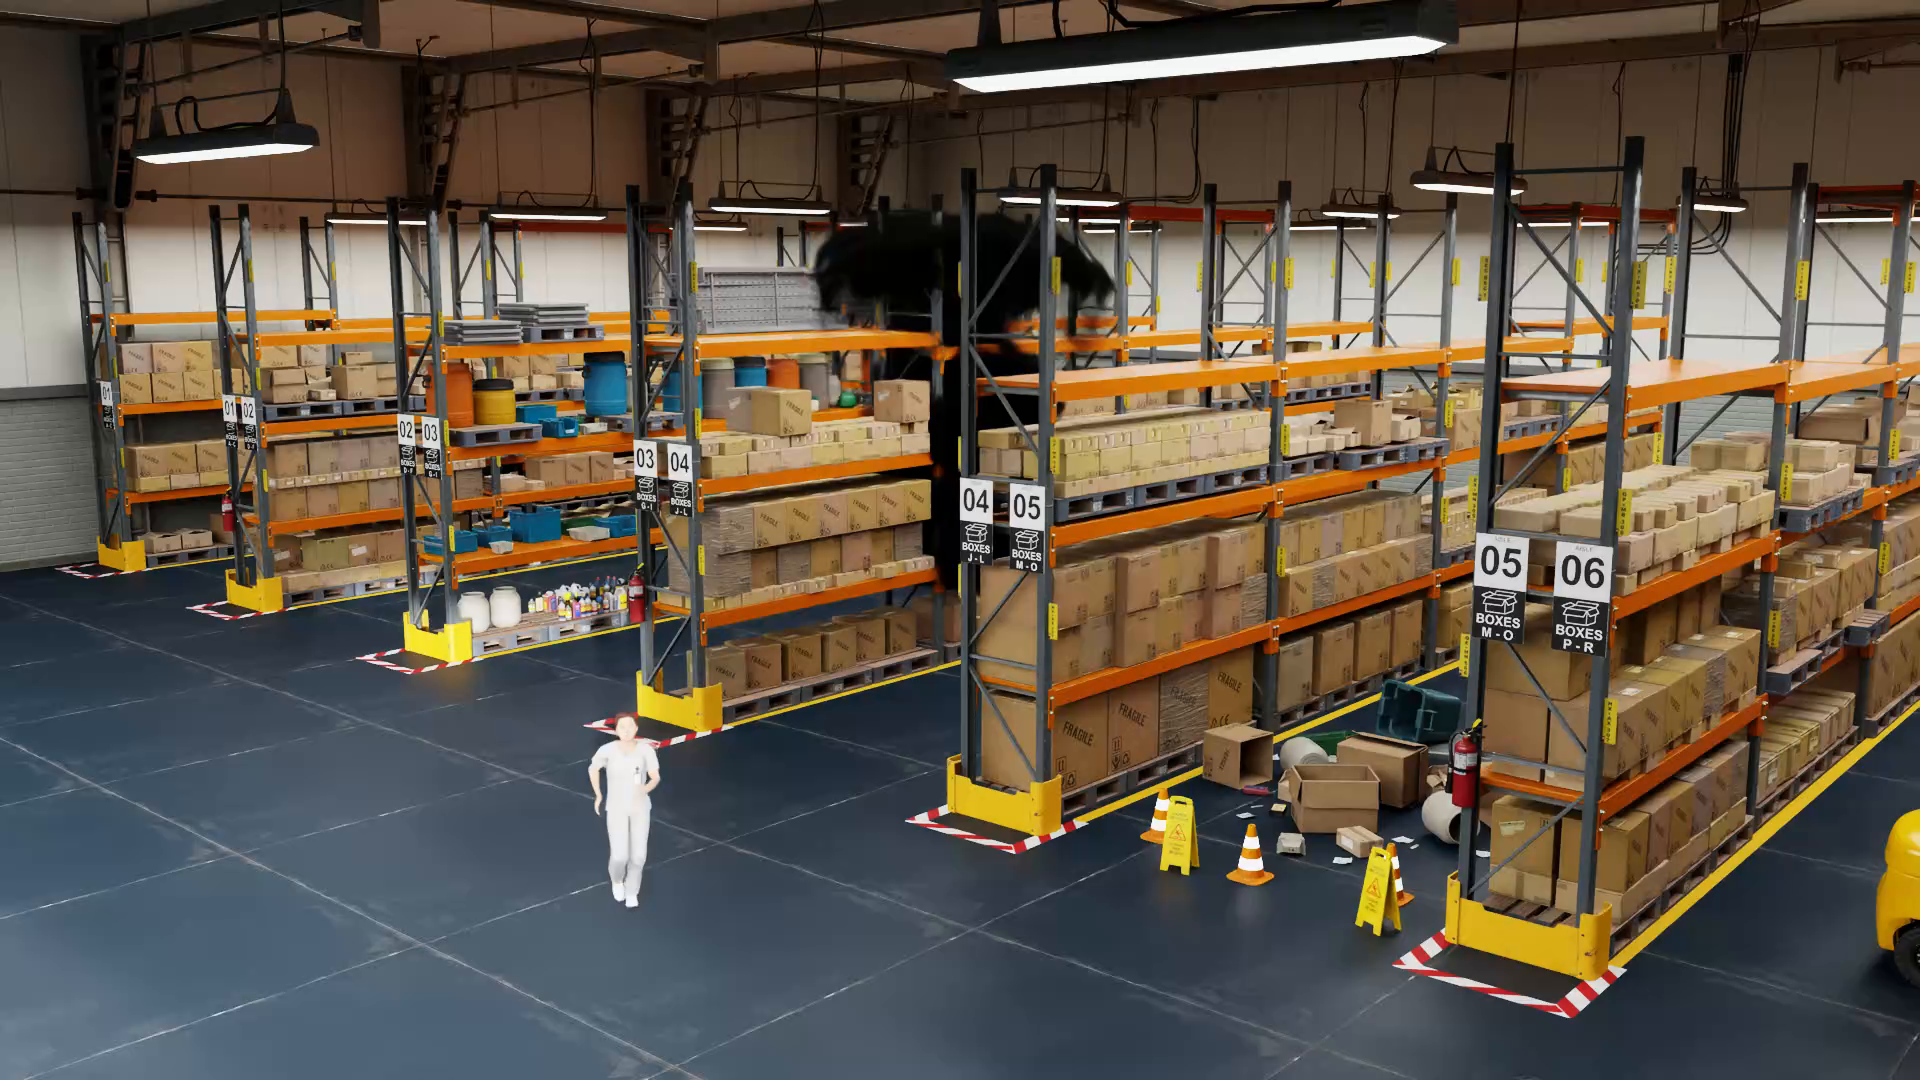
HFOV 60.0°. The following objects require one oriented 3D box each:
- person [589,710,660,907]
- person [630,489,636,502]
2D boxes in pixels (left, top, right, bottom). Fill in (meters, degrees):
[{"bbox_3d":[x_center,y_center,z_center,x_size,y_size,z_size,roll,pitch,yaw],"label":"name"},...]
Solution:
[{"bbox_3d":[-2.660,2.172,13.279,0.548,1.633,0.585,-3,10,-16],"label":"person"},{"bbox_3d":[-6.282,-1.034,32.781,0.535,1.548,0.567,9,13,42],"label":"person"}]
